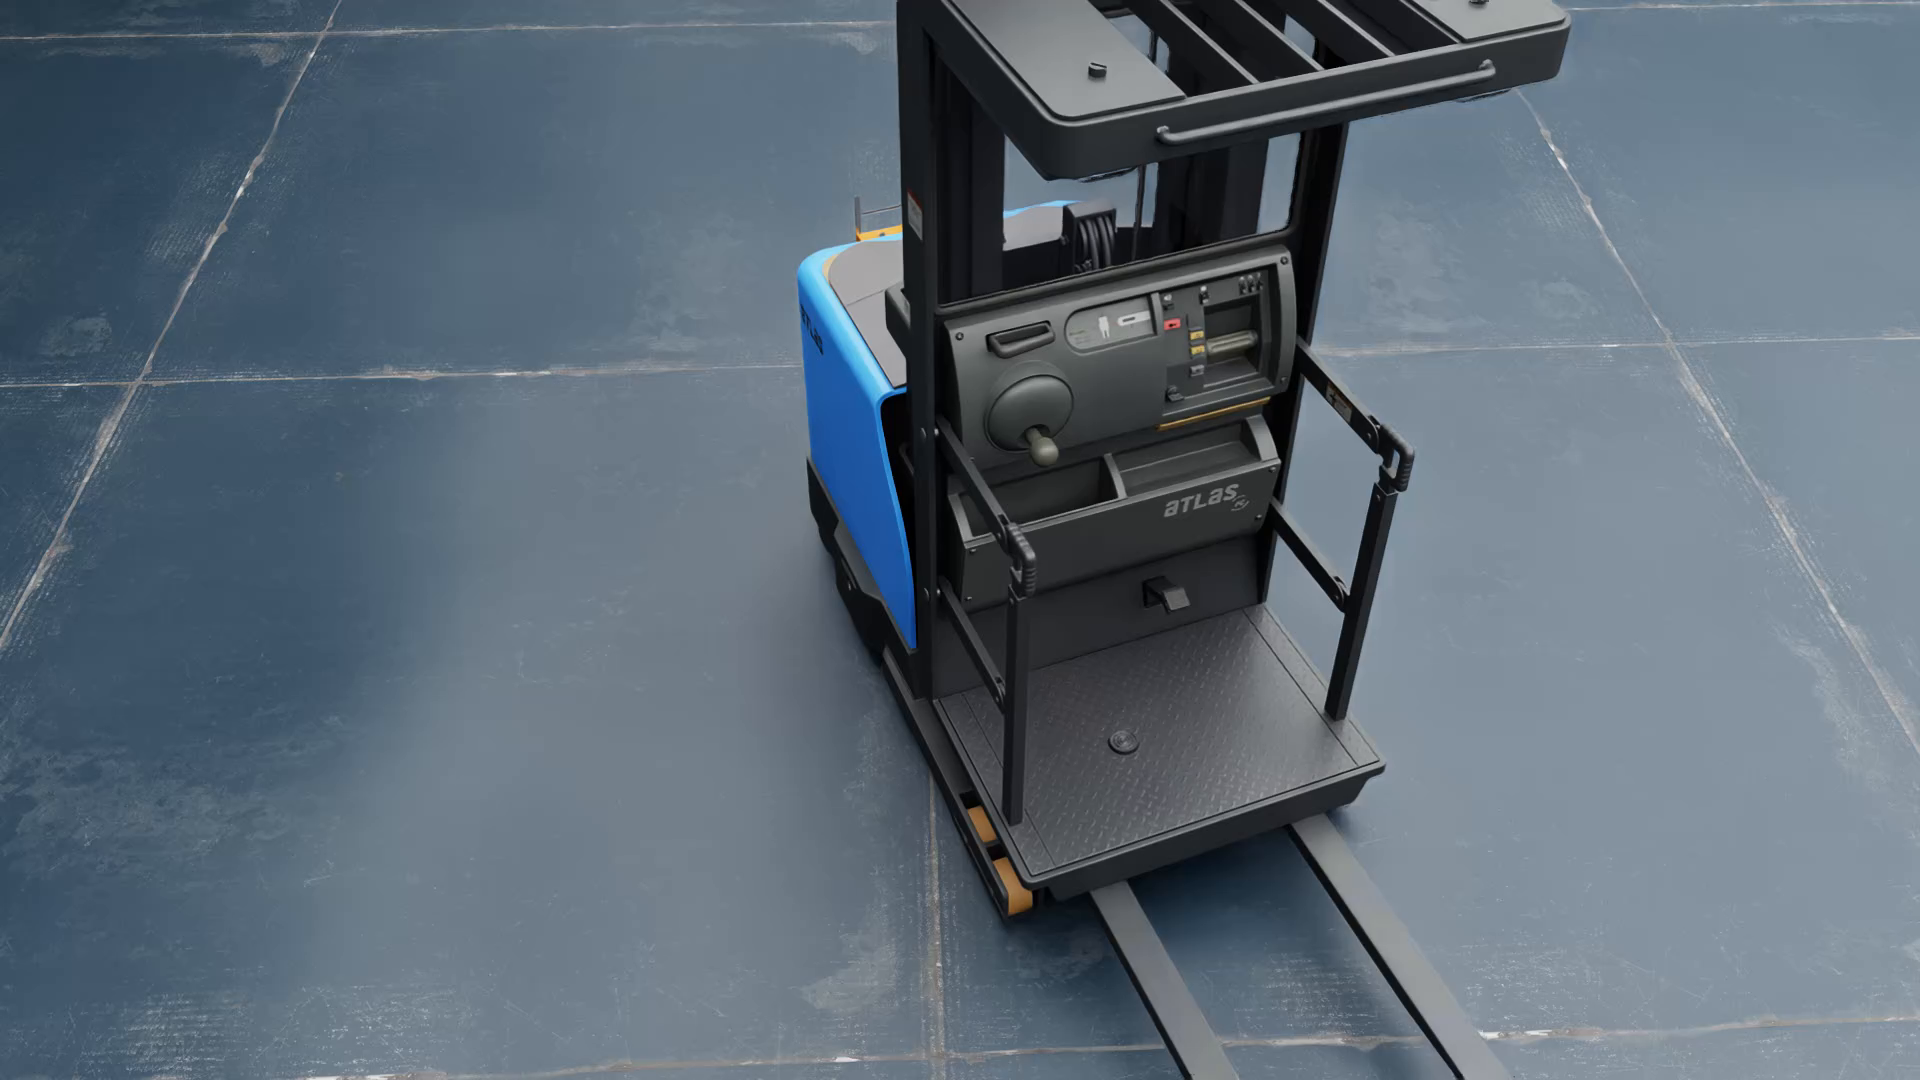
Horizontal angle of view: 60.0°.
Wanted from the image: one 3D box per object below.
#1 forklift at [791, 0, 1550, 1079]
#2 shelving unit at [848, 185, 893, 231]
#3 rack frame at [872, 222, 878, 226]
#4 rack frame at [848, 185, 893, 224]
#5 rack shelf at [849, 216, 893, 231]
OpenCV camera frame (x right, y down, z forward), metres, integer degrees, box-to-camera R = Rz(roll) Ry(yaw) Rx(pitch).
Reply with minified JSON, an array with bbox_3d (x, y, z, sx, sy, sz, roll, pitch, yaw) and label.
[{"bbox_3d":[0.473,-0.410,4.029,1.130,2.935,3.031,-15,45,-16],"label":"forklift"},{"bbox_3d":[-0.230,-0.724,5.763,0.215,1.050,0.252,-15,45,-16],"label":"shelving unit"},{"bbox_3d":[-0.185,-0.647,5.679,0.200,1.050,0.008,-15,45,-16],"label":"rack frame"},{"bbox_3d":[-0.275,-0.801,5.846,0.200,1.050,0.008,-15,45,-16],"label":"rack frame"},{"bbox_3d":[-0.230,-0.925,5.578,0.215,0.259,0.240,-15,45,-16],"label":"rack shelf"}]
